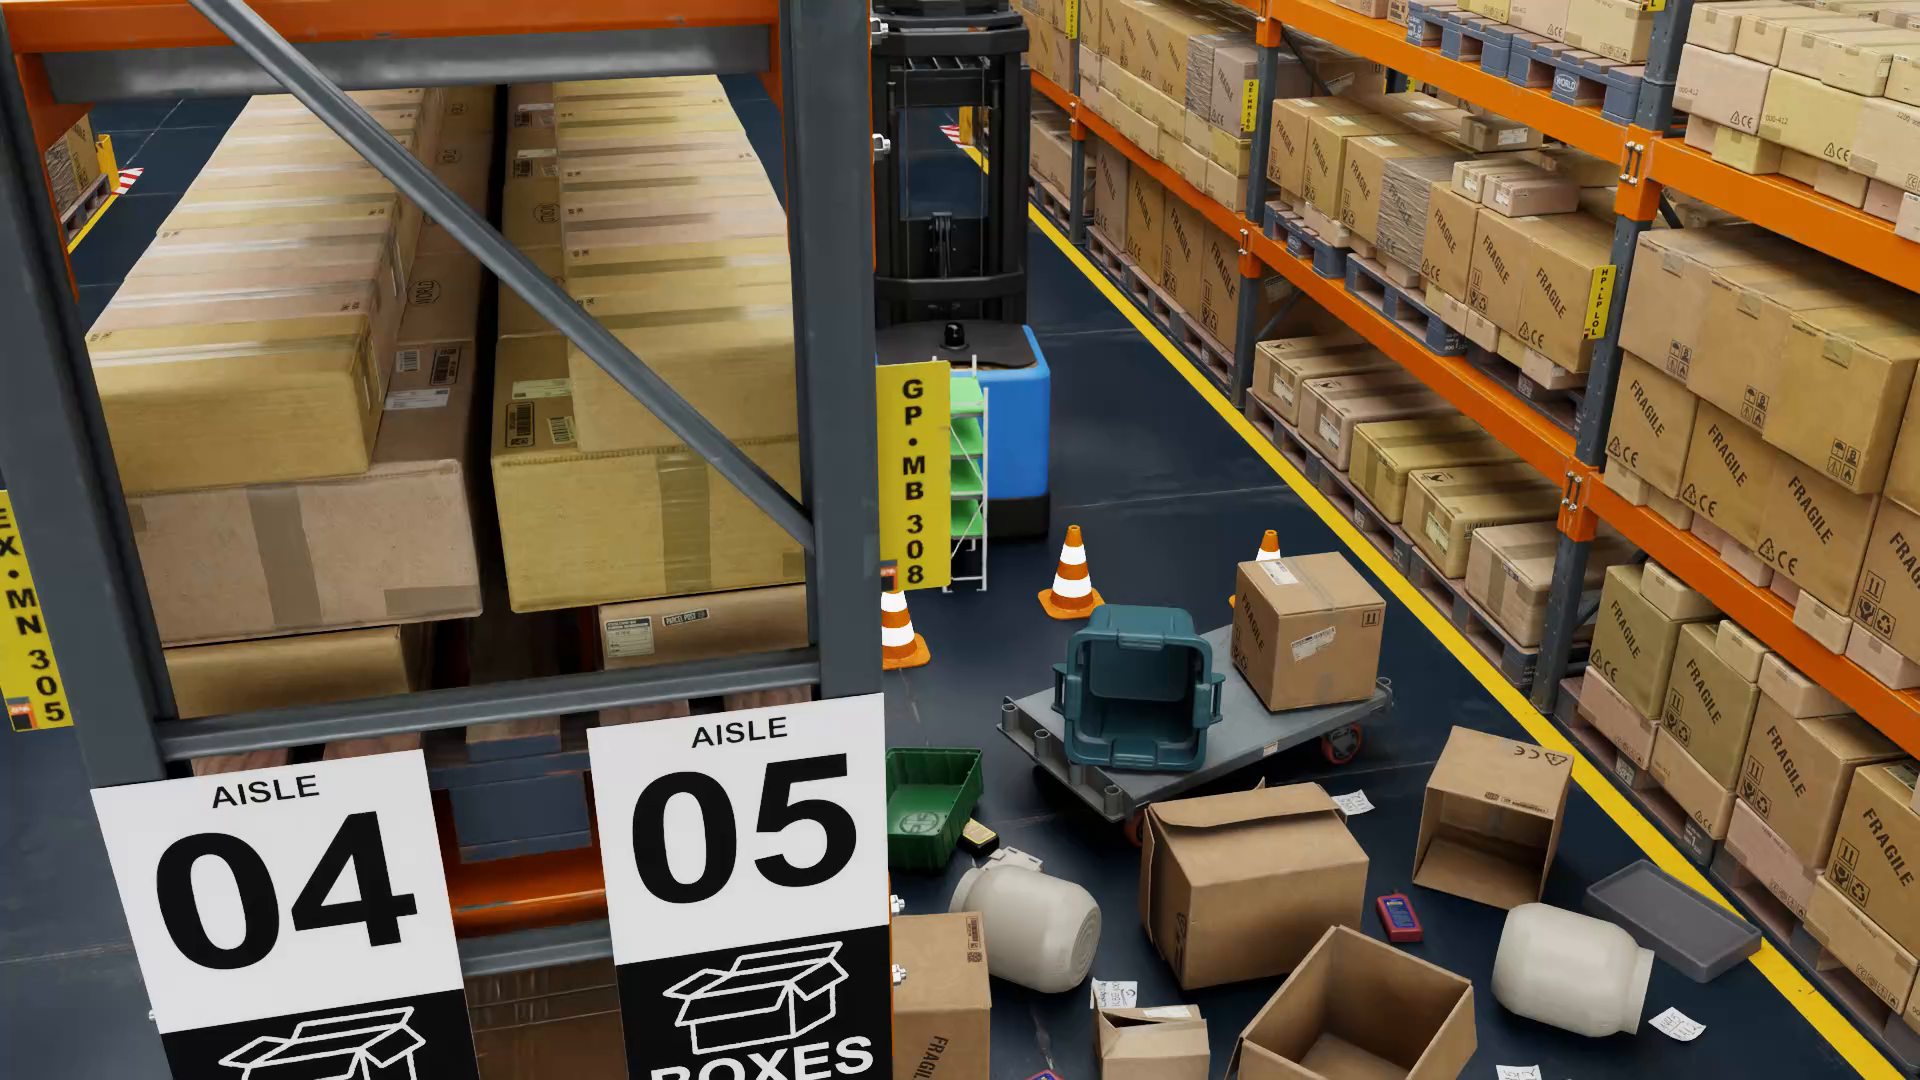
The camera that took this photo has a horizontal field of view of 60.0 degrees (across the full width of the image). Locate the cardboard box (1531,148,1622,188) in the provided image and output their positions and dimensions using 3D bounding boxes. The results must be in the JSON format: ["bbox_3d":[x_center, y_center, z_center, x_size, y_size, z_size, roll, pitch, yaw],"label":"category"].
[{"bbox_3d":[3.188,-1.927,8.612,0.380,0.149,0.250,-4,27,-9],"label":"cardboard box"}]

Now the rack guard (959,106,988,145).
[{"bbox_3d":[0.585,-4.727,18.560,1.175,0.500,0.348,-6,27,-12],"label":"rack guard"}]

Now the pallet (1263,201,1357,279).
[{"bbox_3d":[2.657,-1.932,10.462,1.213,0.211,1.003,-6,27,-12],"label":"pallet"}]

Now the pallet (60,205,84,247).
[{"bbox_3d":[-8.537,-2.703,14.871,1.003,0.211,1.213,-6,27,-12],"label":"pallet"}]

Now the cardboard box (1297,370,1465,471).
[{"bbox_3d":[2.685,-0.762,10.381,0.950,0.372,0.625,-6,27,-13],"label":"cardboard box"}]

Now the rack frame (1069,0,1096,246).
[{"bbox_3d":[1.492,-4.076,14.496,1.000,3.000,0.127,-6,27,-12],"label":"rack frame"}]

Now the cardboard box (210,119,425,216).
[{"bbox_3d":[-1.297,-0.748,3.390,0.380,0.149,0.250,-6,27,-12],"label":"cardboard box"}]

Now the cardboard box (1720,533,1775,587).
[{"bbox_3d":[3.272,0.050,6.600,0.380,0.149,0.250,-5,27,-10],"label":"cardboard box"}]

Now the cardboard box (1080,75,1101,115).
[{"bbox_3d":[1.334,-3.789,14.094,0.500,0.250,0.500,-7,28,-13],"label":"cardboard box"}]

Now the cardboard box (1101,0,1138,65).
[{"bbox_3d":[1.452,-4.124,13.371,0.500,0.500,0.500,-6,27,-12],"label":"cardboard box"}]

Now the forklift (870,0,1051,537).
[{"bbox_3d":[-0.159,-1.931,10.323,1.130,2.935,3.031,-3,27,-6],"label":"forklift"}]

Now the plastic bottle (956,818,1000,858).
[{"bbox_3d":[0.027,1.263,7.180,0.133,0.061,0.283,-23,35,-38],"label":"plastic bottle"}]

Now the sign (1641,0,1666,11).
[{"bbox_3d":[2.755,-2.252,6.542,0.100,0.325,0.005,-6,27,-12],"label":"sign"}]

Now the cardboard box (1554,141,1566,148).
[{"bbox_3d":[6.310,-4.001,17.045,0.380,0.149,0.250,-6,27,-12],"label":"cardboard box"}]

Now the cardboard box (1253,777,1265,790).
[{"bbox_3d":[1.387,1.232,7.014,0.396,0.266,0.258,19,32,32],"label":"cardboard box"}]

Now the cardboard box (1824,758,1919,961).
[{"bbox_3d":[3.534,1.121,5.953,0.500,0.500,0.500,-7,28,-13],"label":"cardboard box"}]

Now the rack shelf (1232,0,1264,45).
[{"bbox_3d":[1.942,-4.216,12.243,1.077,0.370,4.000,-6,27,-12],"label":"rack shelf"}]

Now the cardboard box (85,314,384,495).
[{"bbox_3d":[-1.010,-0.189,2.284,0.380,0.149,0.250,-6,27,-11],"label":"cardboard box"}]

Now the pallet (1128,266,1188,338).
[{"bbox_3d":[2.017,-1.963,13.406,1.003,0.211,1.213,-6,27,-12],"label":"pallet"}]

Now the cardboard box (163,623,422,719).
[{"bbox_3d":[-1.009,0.169,2.460,0.380,0.149,0.250,-6,27,-12],"label":"cardboard box"}]

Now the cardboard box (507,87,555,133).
[{"bbox_3d":[-0.920,-1.022,4.377,0.500,0.250,0.500,-6,27,-12],"label":"cardboard box"}]

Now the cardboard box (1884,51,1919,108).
[{"bbox_3d":[3.324,-1.526,5.508,0.380,0.149,0.250,-7,28,-13],"label":"cardboard box"}]

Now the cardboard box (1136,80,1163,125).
[{"bbox_3d":[1.665,-3.338,12.647,0.500,0.250,0.500,-7,28,-13],"label":"cardboard box"}]

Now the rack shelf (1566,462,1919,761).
[{"bbox_3d":[3.745,0.635,5.961,1.077,0.370,4.000,-6,27,-12],"label":"rack shelf"}]

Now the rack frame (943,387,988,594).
[{"bbox_3d":[0.025,-0.250,8.913,0.240,1.200,0.015,-3,27,-6],"label":"rack frame"}]

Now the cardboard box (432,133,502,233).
[{"bbox_3d":[-1.324,-0.746,3.829,0.500,0.250,0.500,-6,27,-11],"label":"cardboard box"}]

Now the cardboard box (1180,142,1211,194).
[{"bbox_3d":[1.896,-2.671,11.880,0.500,0.250,0.500,-5,27,-11],"label":"cardboard box"}]

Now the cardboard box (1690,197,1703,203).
[{"bbox_3d":[6.565,-2.737,14.152,0.500,0.500,0.500,-7,28,-13],"label":"cardboard box"}]

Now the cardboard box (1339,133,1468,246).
[{"bbox_3d":[2.520,-2.003,9.483,0.500,0.500,0.500,-5,27,-11],"label":"cardboard box"}]

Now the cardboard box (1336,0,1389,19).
[{"bbox_3d":[2.597,-3.287,9.493,0.700,0.500,0.500,-6,27,-12],"label":"cardboard box"}]

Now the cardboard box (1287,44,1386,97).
[{"bbox_3d":[2.520,-3.052,11.248,0.500,0.500,0.500,-7,28,-13],"label":"cardboard box"}]

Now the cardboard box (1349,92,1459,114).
[{"bbox_3d":[2.766,-2.513,10.494,0.500,0.500,0.500,-7,28,-13],"label":"cardboard box"}]

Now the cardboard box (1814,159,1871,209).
[{"bbox_3d":[3.312,-1.297,5.940,0.380,0.149,0.250,-5,27,-10],"label":"cardboard box"}]

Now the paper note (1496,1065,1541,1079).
[{"bbox_3d":[1.998,1.922,5.921,0.148,0.019,0.142,3,27,6],"label":"paper note"}]

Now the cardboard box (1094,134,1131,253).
[{"bbox_3d":[1.709,-3.051,14.357,0.875,0.875,0.875,-5,27,-10],"label":"cardboard box"}]

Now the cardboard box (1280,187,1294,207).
[{"bbox_3d":[2.285,-2.234,10.659,0.380,0.149,0.250,-8,28,-15],"label":"cardboard box"}]

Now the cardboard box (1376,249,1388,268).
[{"bbox_3d":[2.607,-1.641,9.484,0.380,0.149,0.250,-5,27,-10],"label":"cardboard box"}]

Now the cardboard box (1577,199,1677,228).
[{"bbox_3d":[3.355,-1.384,8.255,0.500,0.500,0.500,-6,27,-11],"label":"cardboard box"}]

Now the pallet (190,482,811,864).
[{"bbox_3d":[-0.781,0.115,2.963,1.003,0.211,1.213,-6,27,-12],"label":"pallet"}]

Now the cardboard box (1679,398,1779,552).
[{"bbox_3d":[3.258,-0.302,6.578,0.500,0.500,0.500,-6,27,-12],"label":"cardboard box"}]

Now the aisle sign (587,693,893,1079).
[{"bbox_3d":[-0.296,0.579,2.388,0.394,0.787,0.004,-6,27,-12],"label":"aisle sign"}]

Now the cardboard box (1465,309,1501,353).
[{"bbox_3d":[2.774,-1.064,8.342,0.380,0.149,0.250,-6,27,-12],"label":"cardboard box"}]

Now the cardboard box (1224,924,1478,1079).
[{"bbox_3d":[1.334,1.793,5.640,0.637,0.503,0.797,19,32,32],"label":"cardboard box"}]

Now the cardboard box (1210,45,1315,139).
[{"bbox_3d":[2.022,-3.011,11.167,0.500,0.500,0.500,-7,28,-13],"label":"cardboard box"}]

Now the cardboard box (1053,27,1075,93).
[{"bbox_3d":[1.138,-4.298,14.826,0.500,0.500,0.500,-6,27,-11],"label":"cardboard box"}]

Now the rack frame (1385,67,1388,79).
[{"bbox_3d":[5.425,-6.338,18.977,1.000,3.000,0.127,-6,27,-12],"label":"rack frame"}]

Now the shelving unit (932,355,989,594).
[{"bbox_3d":[-0.003,-0.359,9.129,0.258,1.200,0.503,-3,27,-6],"label":"shelving unit"}]

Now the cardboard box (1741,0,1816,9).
[{"bbox_3d":[3.553,-2.321,7.390,0.500,0.250,0.500,-7,28,-13],"label":"cardboard box"}]

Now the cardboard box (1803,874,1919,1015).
[{"bbox_3d":[3.519,1.447,6.139,0.500,0.250,0.500,-7,28,-13],"label":"cardboard box"}]

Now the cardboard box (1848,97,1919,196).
[{"bbox_3d":[3.352,-1.301,5.506,0.500,0.250,0.500,-6,27,-11],"label":"cardboard box"}]

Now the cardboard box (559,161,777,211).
[{"bbox_3d":[-0.539,-0.588,3.074,0.380,0.149,0.250,-6,27,-11],"label":"cardboard box"}]

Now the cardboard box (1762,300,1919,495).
[{"bbox_3d":[3.363,-0.523,5.906,0.700,0.500,0.500,-7,28,-13],"label":"cardboard box"}]
